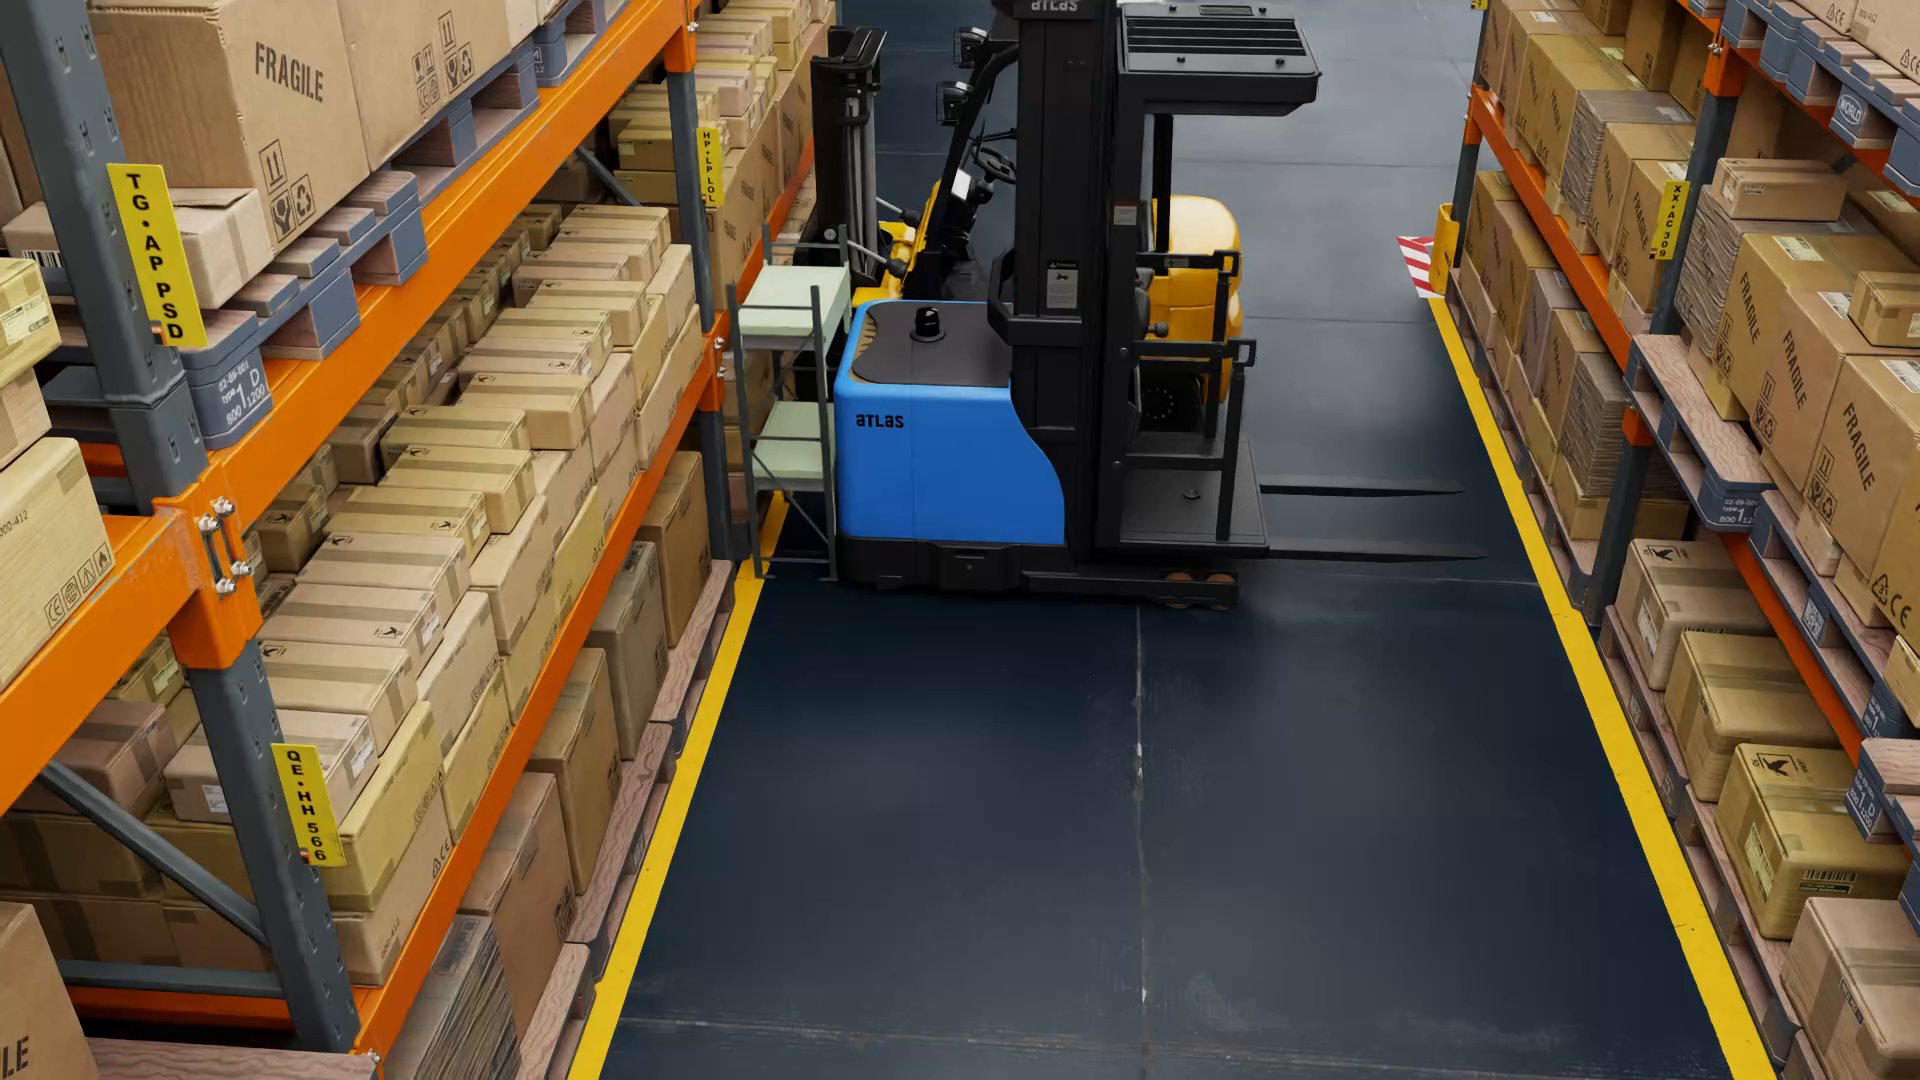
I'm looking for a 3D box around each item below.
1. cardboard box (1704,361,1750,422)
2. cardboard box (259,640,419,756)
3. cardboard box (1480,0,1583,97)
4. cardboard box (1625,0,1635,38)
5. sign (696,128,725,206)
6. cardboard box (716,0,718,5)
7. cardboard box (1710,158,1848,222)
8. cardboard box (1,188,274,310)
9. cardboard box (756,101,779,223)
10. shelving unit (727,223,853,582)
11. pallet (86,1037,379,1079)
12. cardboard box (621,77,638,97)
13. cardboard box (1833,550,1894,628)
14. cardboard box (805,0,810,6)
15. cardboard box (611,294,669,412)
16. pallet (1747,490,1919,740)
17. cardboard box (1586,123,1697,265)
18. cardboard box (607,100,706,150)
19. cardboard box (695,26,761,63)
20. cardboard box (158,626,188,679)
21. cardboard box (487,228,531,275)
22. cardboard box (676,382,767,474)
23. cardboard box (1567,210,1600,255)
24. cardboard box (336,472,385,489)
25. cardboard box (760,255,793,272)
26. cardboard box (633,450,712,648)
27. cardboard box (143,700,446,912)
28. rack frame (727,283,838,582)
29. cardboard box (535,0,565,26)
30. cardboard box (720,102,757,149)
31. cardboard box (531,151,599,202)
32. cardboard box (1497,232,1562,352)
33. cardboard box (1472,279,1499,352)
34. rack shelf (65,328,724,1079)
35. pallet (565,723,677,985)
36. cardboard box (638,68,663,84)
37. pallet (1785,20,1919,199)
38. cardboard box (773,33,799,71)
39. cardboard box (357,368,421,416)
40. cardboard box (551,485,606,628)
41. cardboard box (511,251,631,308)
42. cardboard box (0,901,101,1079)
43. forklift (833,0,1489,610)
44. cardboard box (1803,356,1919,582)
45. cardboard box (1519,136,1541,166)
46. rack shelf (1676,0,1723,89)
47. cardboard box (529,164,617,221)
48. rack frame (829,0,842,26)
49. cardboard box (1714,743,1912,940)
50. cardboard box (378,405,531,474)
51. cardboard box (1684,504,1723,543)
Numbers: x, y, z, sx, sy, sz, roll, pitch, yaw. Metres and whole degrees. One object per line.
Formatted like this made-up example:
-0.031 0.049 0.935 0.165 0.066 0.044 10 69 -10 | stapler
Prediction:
2.985 -0.552 6.126 0.380 0.149 0.250 3 32 5 | cardboard box
-1.559 0.383 4.055 0.380 0.149 0.250 3 32 5 | cardboard box
3.384 -2.911 9.735 0.500 0.500 0.500 2 32 3 | cardboard box
3.888 -2.761 8.538 0.700 0.500 0.500 2 32 3 | cardboard box
-1.032 -1.537 6.857 0.100 0.325 0.005 2 32 4 | sign
-1.551 -3.192 9.574 0.380 0.149 0.250 3 32 5 | cardboard box
2.983 -1.279 6.069 0.380 0.149 0.250 2 32 4 | cardboard box
-1.568 -0.573 3.188 0.380 0.166 0.250 2 32 4 | cardboard box
-1.211 -1.897 8.374 0.500 0.500 0.500 2 32 3 | cardboard box
-0.755 -0.646 7.855 0.431 1.500 0.755 2 31 6 | shelving unit
-1.885 1.435 3.246 1.213 0.211 1.003 2 32 4 | pallet
-1.780 -2.258 8.058 0.380 0.149 0.250 2 32 3 | cardboard box
2.887 0.139 5.005 0.380 0.149 0.250 1 32 2 | cardboard box
-1.051 -3.168 9.535 0.380 0.149 0.250 3 32 5 | cardboard box
-1.394 -0.708 6.206 0.500 0.250 0.500 2 32 3 | cardboard box
3.168 0.251 5.167 1.003 0.211 1.213 2 32 4 | pallet
3.197 -1.568 7.556 0.500 0.500 0.500 3 32 6 | cardboard box
-1.338 -1.837 7.374 0.380 0.149 0.250 3 32 5 | cardboard box
-1.224 -2.503 8.456 0.380 0.149 0.250 3 32 4 | cardboard box
-2.083 0.224 4.314 0.380 0.149 0.250 2 32 4 | cardboard box
-1.890 -1.102 6.466 0.380 0.149 0.250 1 32 2 | cardboard box
-1.227 -0.557 8.038 0.500 0.250 0.500 2 32 4 | cardboard box
3.176 -1.491 8.051 0.380 0.149 0.250 2 32 3 | cardboard box
-2.008 -0.192 5.369 0.500 0.250 0.500 2 32 3 | cardboard box
-1.141 -1.297 8.763 0.500 0.250 0.500 3 32 6 | cardboard box
-1.605 0.010 7.239 0.875 0.625 0.625 4 32 6 | cardboard box
-1.595 0.626 4.041 0.500 0.250 0.500 2 32 4 | cardboard box
-0.793 -0.457 7.545 0.400 1.500 0.023 2 31 6 | rack frame
-1.452 -1.766 4.987 0.500 0.311 0.500 1 32 2 | cardboard box
-1.179 -1.969 7.872 0.380 0.149 0.250 3 32 5 | cardboard box
-1.804 -1.594 7.264 0.380 0.149 0.250 2 32 4 | cardboard box
3.270 -1.347 9.082 0.500 0.500 0.500 3 32 5 | cardboard box
3.309 -1.309 9.736 0.500 0.250 0.500 4 32 6 | cardboard box
-1.737 0.256 5.661 1.077 0.370 4.000 2 32 4 | rack shelf
-1.692 1.118 6.235 1.003 0.211 1.213 2 32 4 | pallet
-1.703 -2.269 8.359 0.380 0.149 0.250 2 32 3 | cardboard box
3.136 -1.222 4.694 1.213 0.211 1.003 2 32 4 | pallet
-1.077 -2.641 8.963 0.380 0.149 0.250 3 32 4 | cardboard box
-1.987 -0.445 5.399 0.380 0.149 0.250 3 32 4 | cardboard box
-1.495 0.034 5.478 0.500 0.250 0.500 3 32 6 | cardboard box
-1.456 -0.965 6.243 0.380 0.149 0.250 2 32 4 | cardboard box
-2.097 1.037 3.213 0.500 0.500 0.500 4 32 6 | cardboard box
0.964 -1.212 7.424 3.031 2.935 1.130 2 32 3 | forklift
2.925 -0.212 4.956 0.500 0.500 0.500 1 32 2 | cardboard box
3.303 -2.166 9.146 0.380 0.149 0.250 3 32 5 | cardboard box
3.537 -2.902 7.927 1.077 0.370 4.000 2 32 4 | rack shelf
-1.807 -1.385 7.543 0.500 0.500 0.500 2 32 4 | cardboard box
-1.248 -3.188 10.563 1.000 3.000 0.127 2 32 4 | rack frame
3.223 1.068 5.762 0.950 0.372 0.625 3 32 6 | cardboard box
-1.560 -0.293 5.152 0.380 0.149 0.250 2 32 4 | cardboard box
3.691 -0.191 7.922 0.500 0.250 0.500 1 32 2 | cardboard box
